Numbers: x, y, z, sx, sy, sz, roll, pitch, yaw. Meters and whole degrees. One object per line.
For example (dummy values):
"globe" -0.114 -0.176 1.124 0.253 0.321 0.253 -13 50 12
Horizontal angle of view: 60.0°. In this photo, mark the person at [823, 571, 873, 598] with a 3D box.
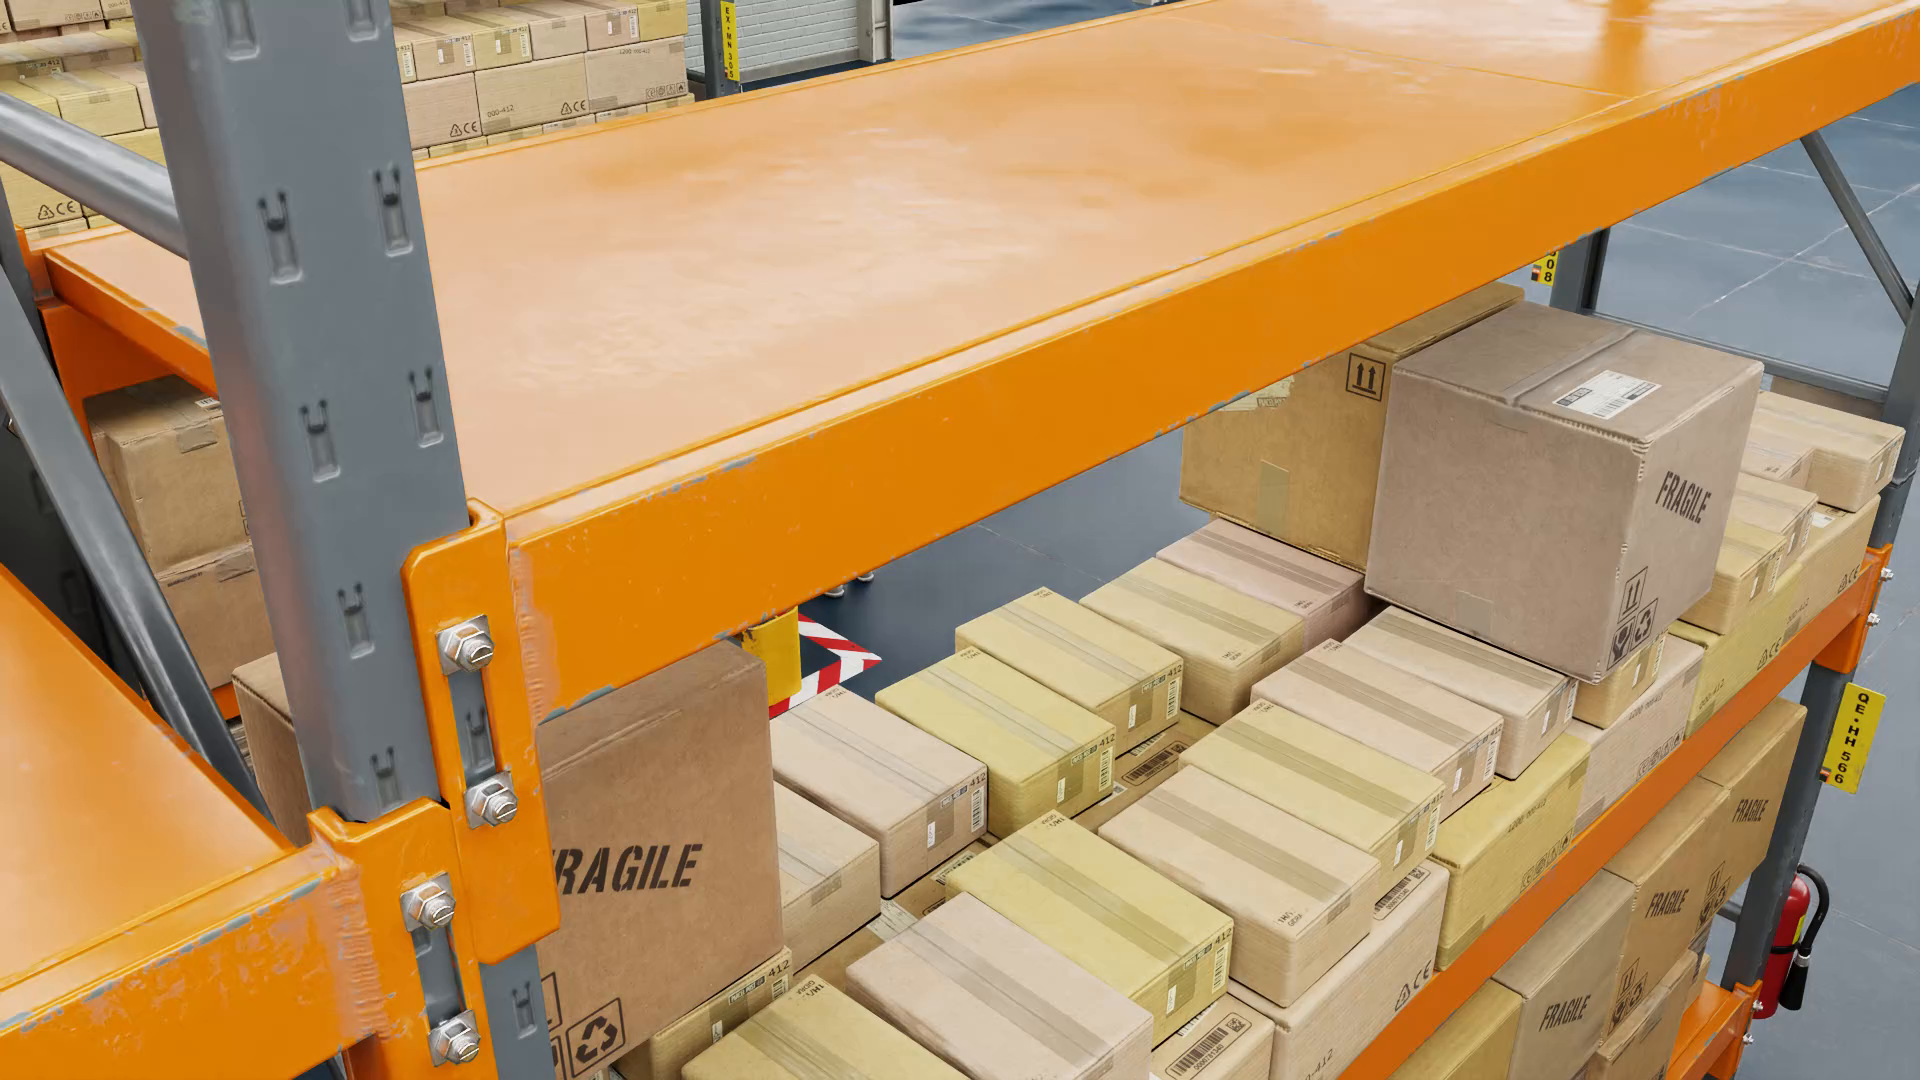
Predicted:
"person" -0.727 -0.463 9.491 0.378 1.663 0.538 24 36 37
